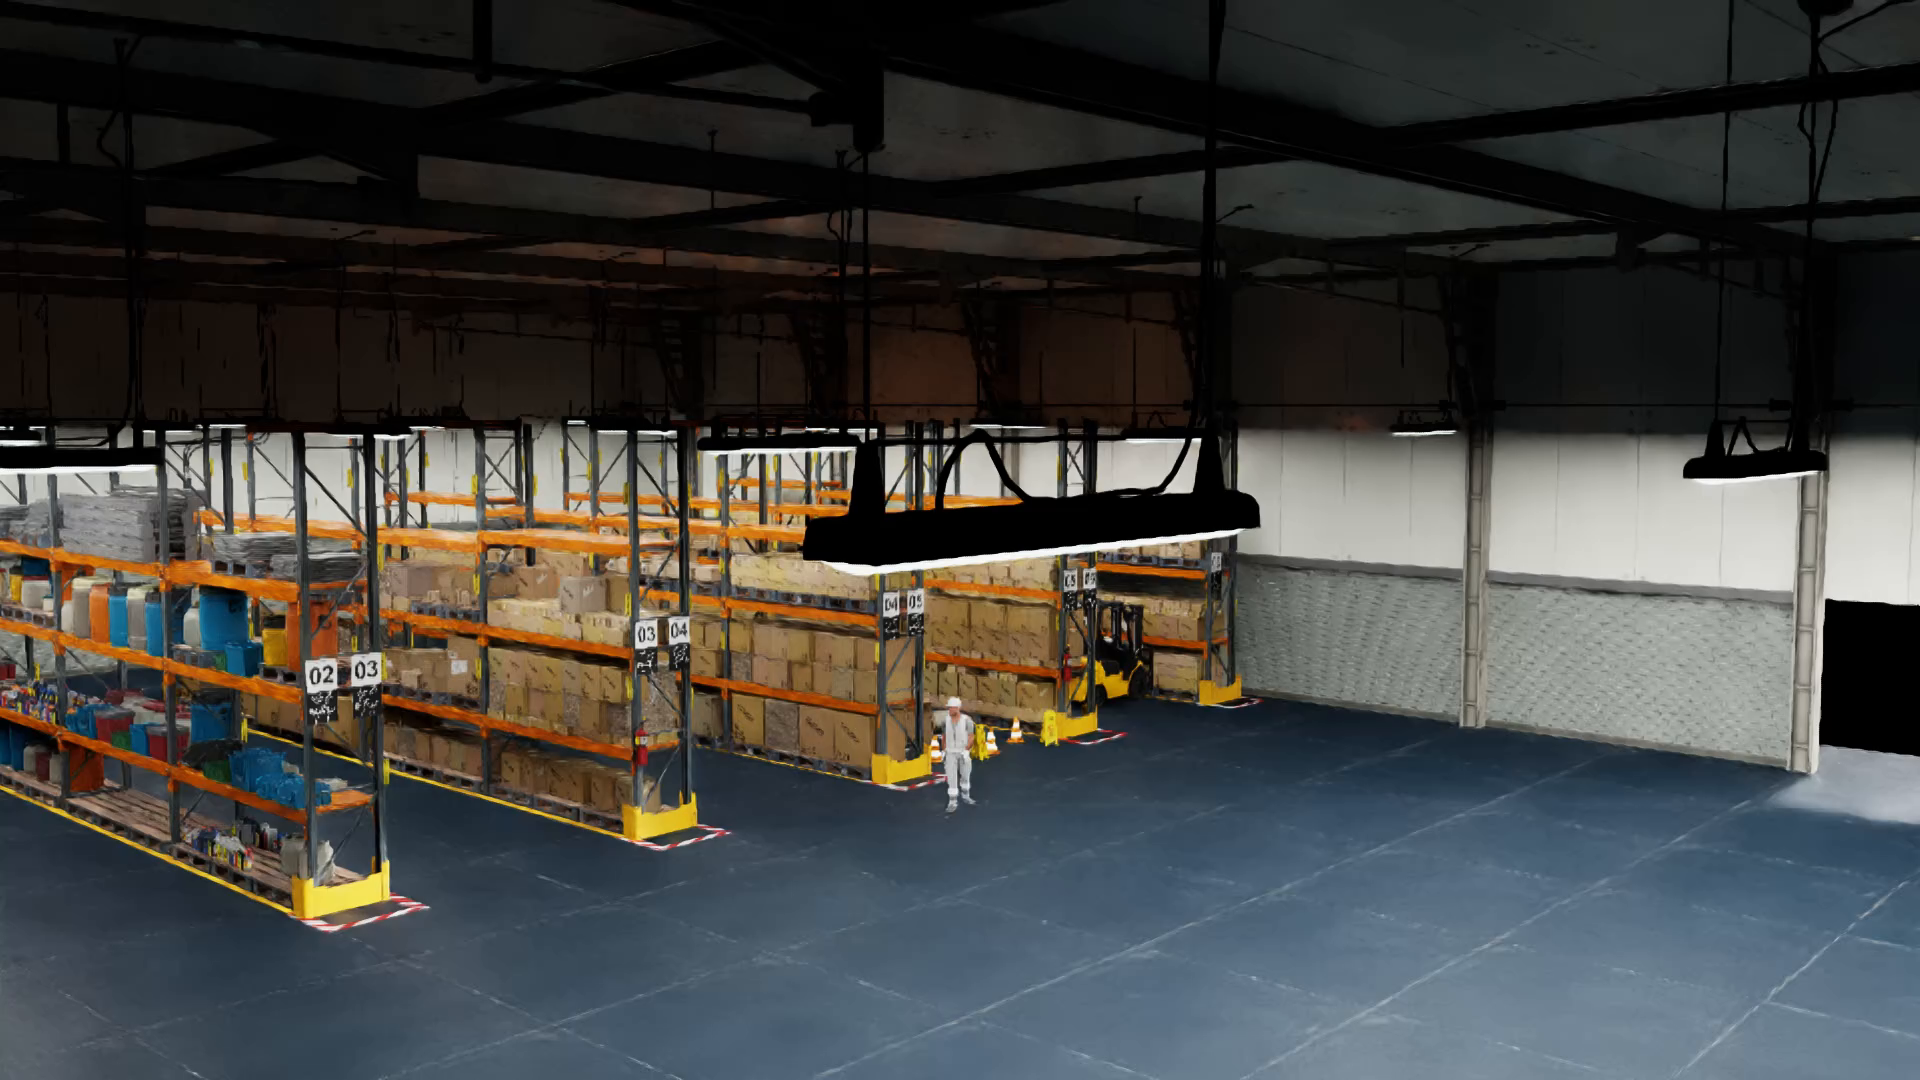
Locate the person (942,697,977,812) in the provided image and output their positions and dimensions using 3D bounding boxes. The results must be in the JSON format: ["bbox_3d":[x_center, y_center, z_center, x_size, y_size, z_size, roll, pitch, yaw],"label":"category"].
[{"bbox_3d":[-0.035,3.328,25.975,0.550,1.786,0.712,1,5,13],"label":"person"}]
